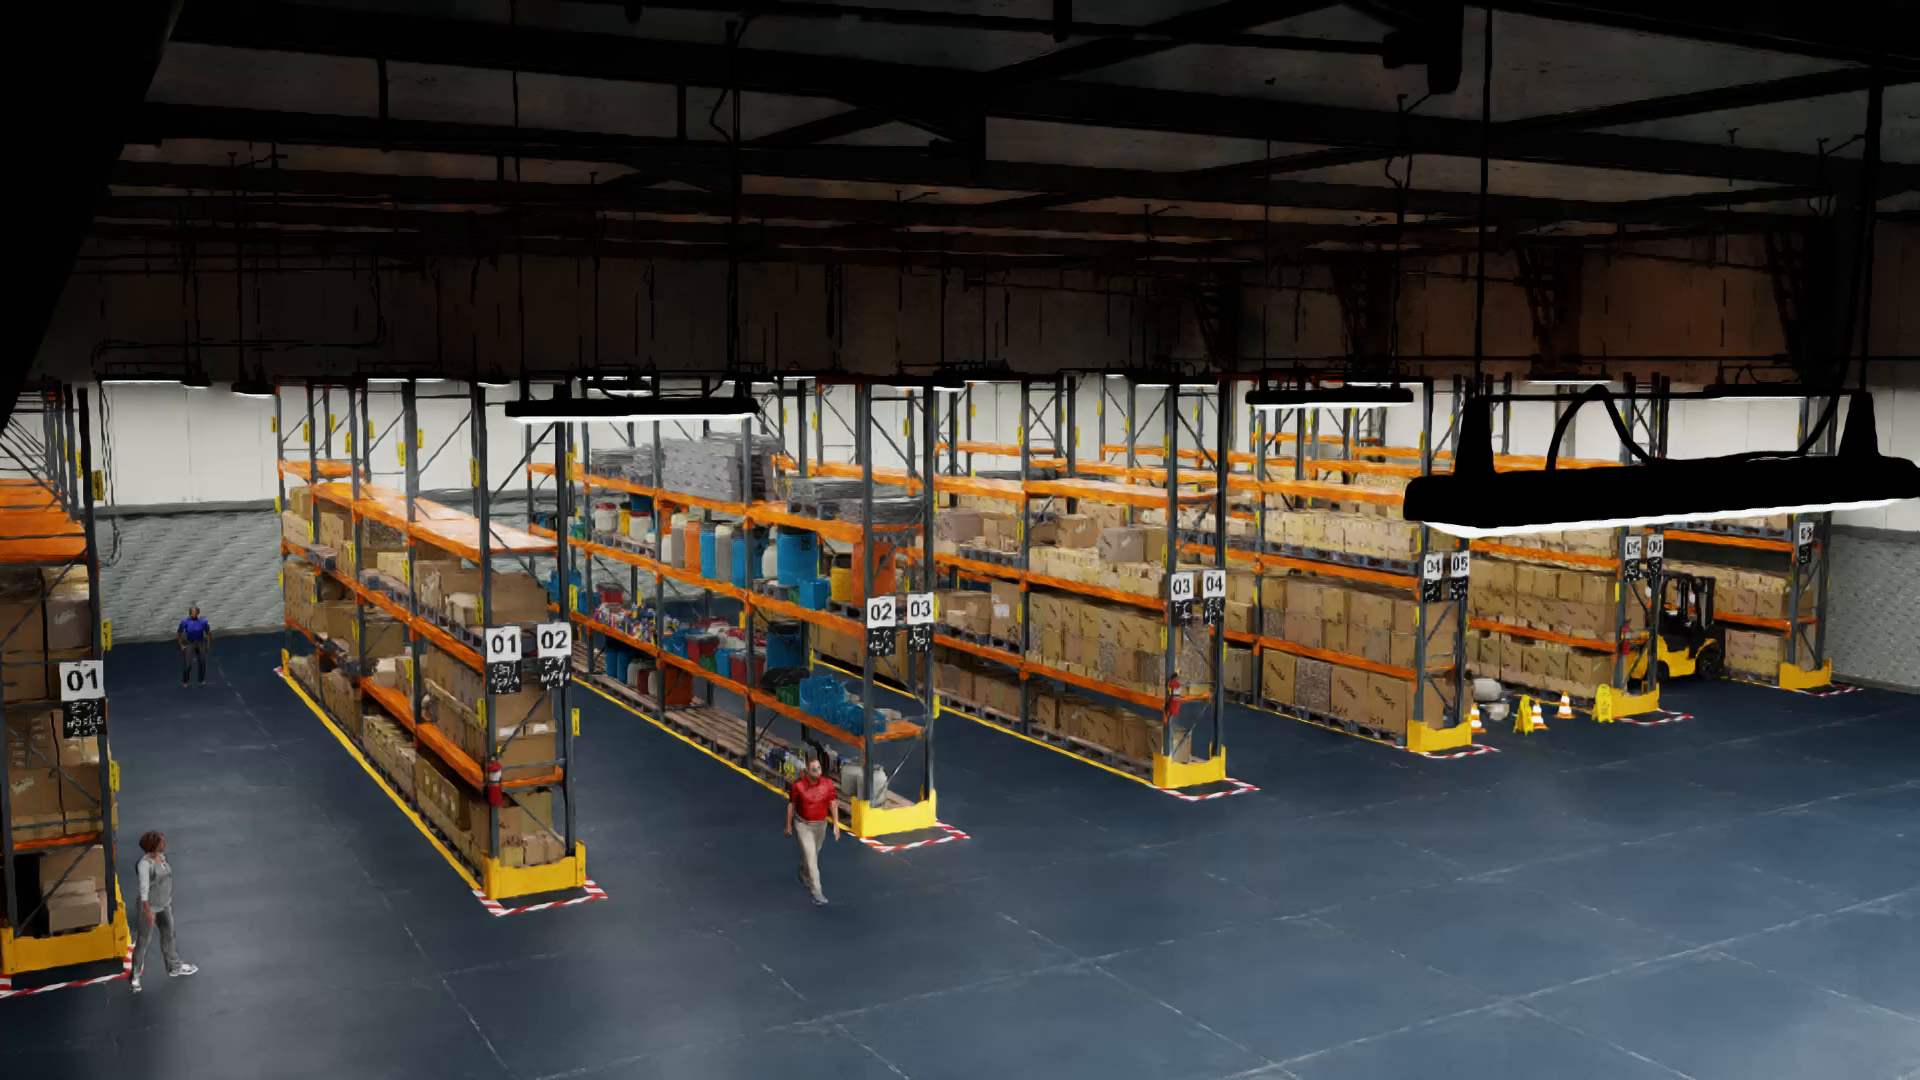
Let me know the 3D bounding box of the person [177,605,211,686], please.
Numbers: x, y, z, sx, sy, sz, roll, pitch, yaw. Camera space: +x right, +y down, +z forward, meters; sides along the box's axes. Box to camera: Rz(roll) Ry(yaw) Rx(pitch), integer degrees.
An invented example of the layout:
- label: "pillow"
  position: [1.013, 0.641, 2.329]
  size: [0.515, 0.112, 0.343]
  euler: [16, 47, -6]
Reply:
- label: "person"
  position: [-14.760, 2.037, 32.060]
  size: [0.592, 1.604, 0.513]
  euler: [-4, 7, -32]

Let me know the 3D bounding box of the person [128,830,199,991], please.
- label: "person"
  position: [-8.114, 3.696, 16.783]
  size: [0.498, 1.587, 0.622]
  euler: [0, 6, 4]

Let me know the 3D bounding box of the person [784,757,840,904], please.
- label: "person"
  position: [-1.712, 3.361, 19.550]
  size: [0.556, 1.669, 1.030]
  euler: [-4, 7, -31]
